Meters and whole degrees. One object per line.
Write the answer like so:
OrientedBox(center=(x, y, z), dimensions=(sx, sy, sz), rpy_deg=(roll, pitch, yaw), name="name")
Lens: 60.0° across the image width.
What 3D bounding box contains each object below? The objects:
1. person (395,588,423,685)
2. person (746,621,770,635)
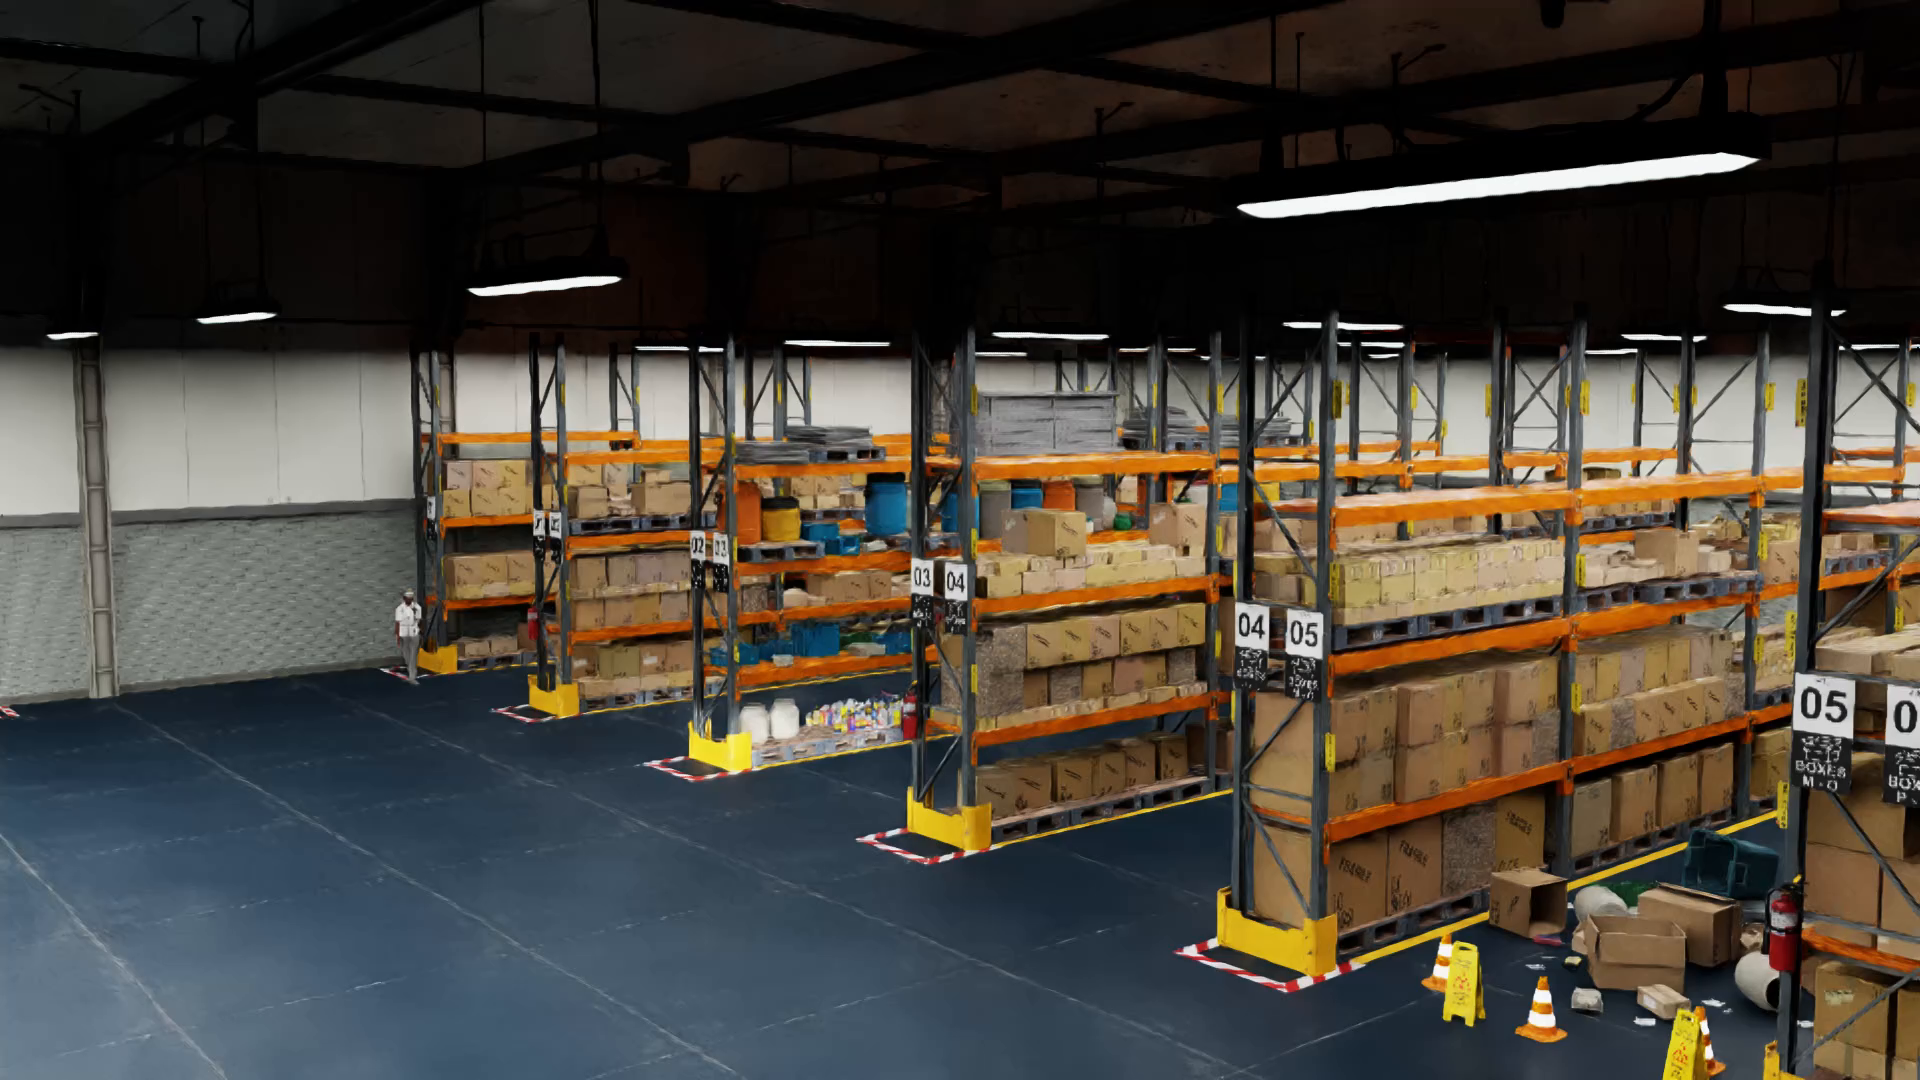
OrientedBox(center=(-9.551, 1.658, 28.889), dimensions=(0.445, 1.684, 0.482), rpy_deg=(-1, 5, -6), name="person")
OrientedBox(center=(-3.813, 1.496, 31.403), dimensions=(0.797, 1.533, 0.562), rpy_deg=(-5, 7, -45), name="person")
